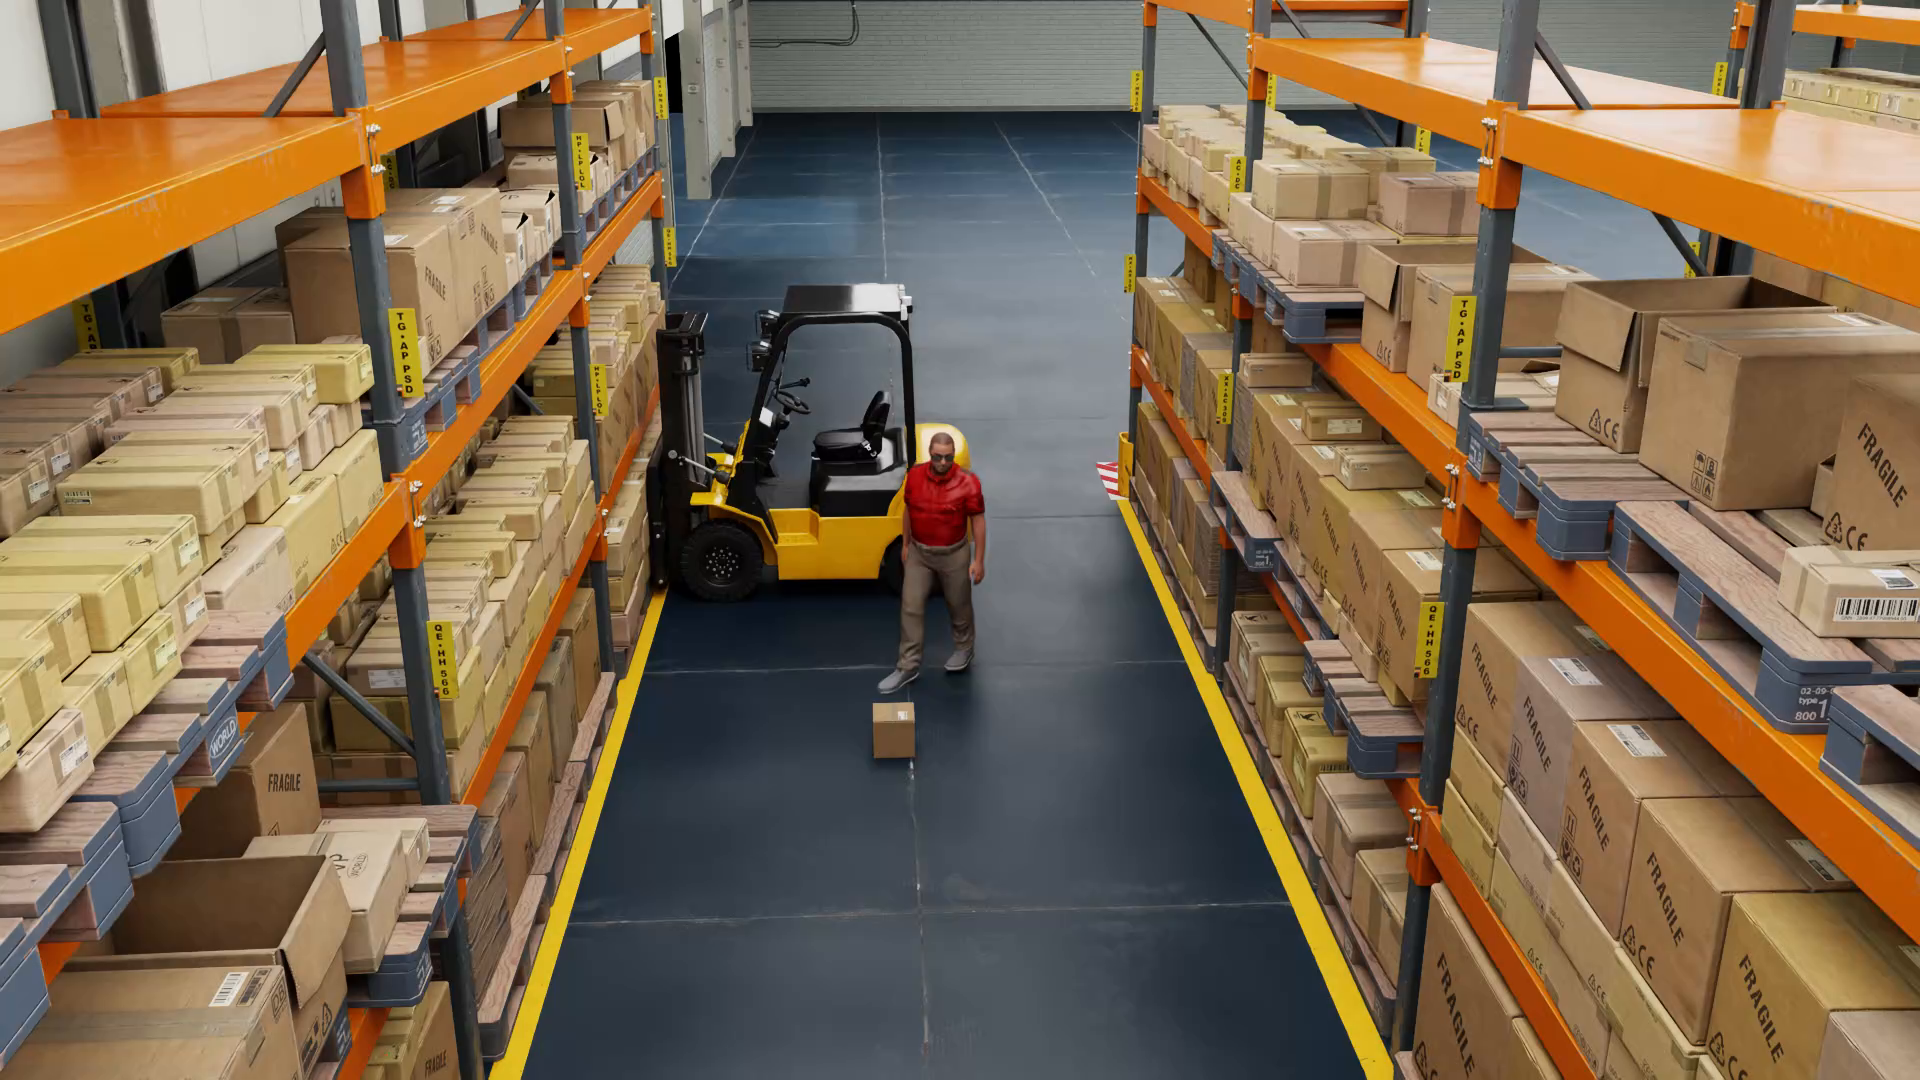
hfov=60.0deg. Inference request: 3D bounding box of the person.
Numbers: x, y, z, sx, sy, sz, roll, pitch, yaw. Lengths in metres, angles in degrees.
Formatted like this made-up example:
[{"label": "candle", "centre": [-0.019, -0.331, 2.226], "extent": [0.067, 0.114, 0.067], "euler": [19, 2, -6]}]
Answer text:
[{"label": "person", "centre": [-0.144, 0.116, 10.812], "extent": [0.639, 1.735, 0.716], "euler": [7, 21, 18]}]
